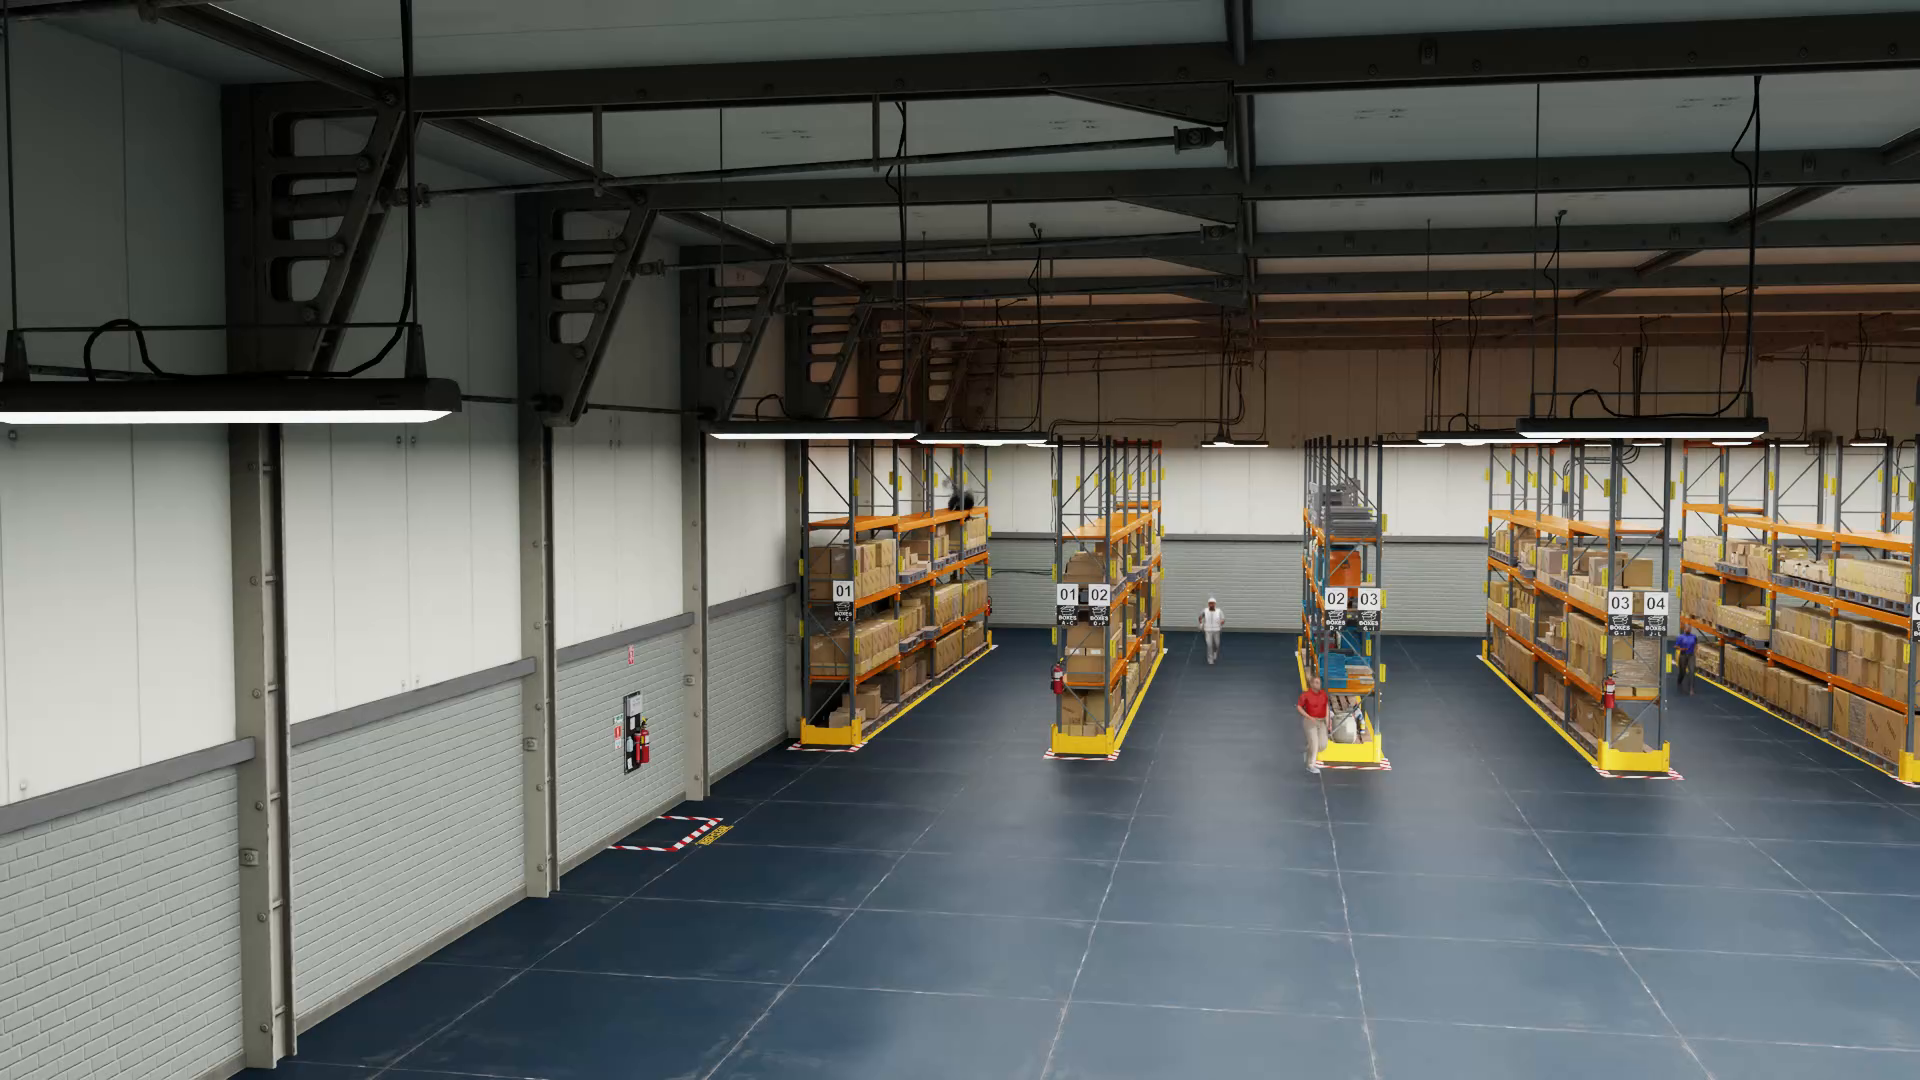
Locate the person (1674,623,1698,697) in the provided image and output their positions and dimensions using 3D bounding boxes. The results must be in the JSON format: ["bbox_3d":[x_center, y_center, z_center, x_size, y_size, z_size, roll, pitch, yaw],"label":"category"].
[{"bbox_3d":[16.996,2.778,38.889,0.579,1.657,0.923,0,3,8],"label":"person"}]

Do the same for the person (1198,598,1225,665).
[{"bbox_3d":[6.737,2.438,44.485,0.698,1.759,0.905,0,3,3],"label":"person"}]

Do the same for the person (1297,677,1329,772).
[{"bbox_3d":[6.331,3.281,29.681,0.694,1.687,0.590,-1,3,-24],"label":"person"}]

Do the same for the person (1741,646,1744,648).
[{"bbox_3d":[21.619,2.482,45.449,0.738,1.571,0.569,1,3,11],"label":"person"}]
